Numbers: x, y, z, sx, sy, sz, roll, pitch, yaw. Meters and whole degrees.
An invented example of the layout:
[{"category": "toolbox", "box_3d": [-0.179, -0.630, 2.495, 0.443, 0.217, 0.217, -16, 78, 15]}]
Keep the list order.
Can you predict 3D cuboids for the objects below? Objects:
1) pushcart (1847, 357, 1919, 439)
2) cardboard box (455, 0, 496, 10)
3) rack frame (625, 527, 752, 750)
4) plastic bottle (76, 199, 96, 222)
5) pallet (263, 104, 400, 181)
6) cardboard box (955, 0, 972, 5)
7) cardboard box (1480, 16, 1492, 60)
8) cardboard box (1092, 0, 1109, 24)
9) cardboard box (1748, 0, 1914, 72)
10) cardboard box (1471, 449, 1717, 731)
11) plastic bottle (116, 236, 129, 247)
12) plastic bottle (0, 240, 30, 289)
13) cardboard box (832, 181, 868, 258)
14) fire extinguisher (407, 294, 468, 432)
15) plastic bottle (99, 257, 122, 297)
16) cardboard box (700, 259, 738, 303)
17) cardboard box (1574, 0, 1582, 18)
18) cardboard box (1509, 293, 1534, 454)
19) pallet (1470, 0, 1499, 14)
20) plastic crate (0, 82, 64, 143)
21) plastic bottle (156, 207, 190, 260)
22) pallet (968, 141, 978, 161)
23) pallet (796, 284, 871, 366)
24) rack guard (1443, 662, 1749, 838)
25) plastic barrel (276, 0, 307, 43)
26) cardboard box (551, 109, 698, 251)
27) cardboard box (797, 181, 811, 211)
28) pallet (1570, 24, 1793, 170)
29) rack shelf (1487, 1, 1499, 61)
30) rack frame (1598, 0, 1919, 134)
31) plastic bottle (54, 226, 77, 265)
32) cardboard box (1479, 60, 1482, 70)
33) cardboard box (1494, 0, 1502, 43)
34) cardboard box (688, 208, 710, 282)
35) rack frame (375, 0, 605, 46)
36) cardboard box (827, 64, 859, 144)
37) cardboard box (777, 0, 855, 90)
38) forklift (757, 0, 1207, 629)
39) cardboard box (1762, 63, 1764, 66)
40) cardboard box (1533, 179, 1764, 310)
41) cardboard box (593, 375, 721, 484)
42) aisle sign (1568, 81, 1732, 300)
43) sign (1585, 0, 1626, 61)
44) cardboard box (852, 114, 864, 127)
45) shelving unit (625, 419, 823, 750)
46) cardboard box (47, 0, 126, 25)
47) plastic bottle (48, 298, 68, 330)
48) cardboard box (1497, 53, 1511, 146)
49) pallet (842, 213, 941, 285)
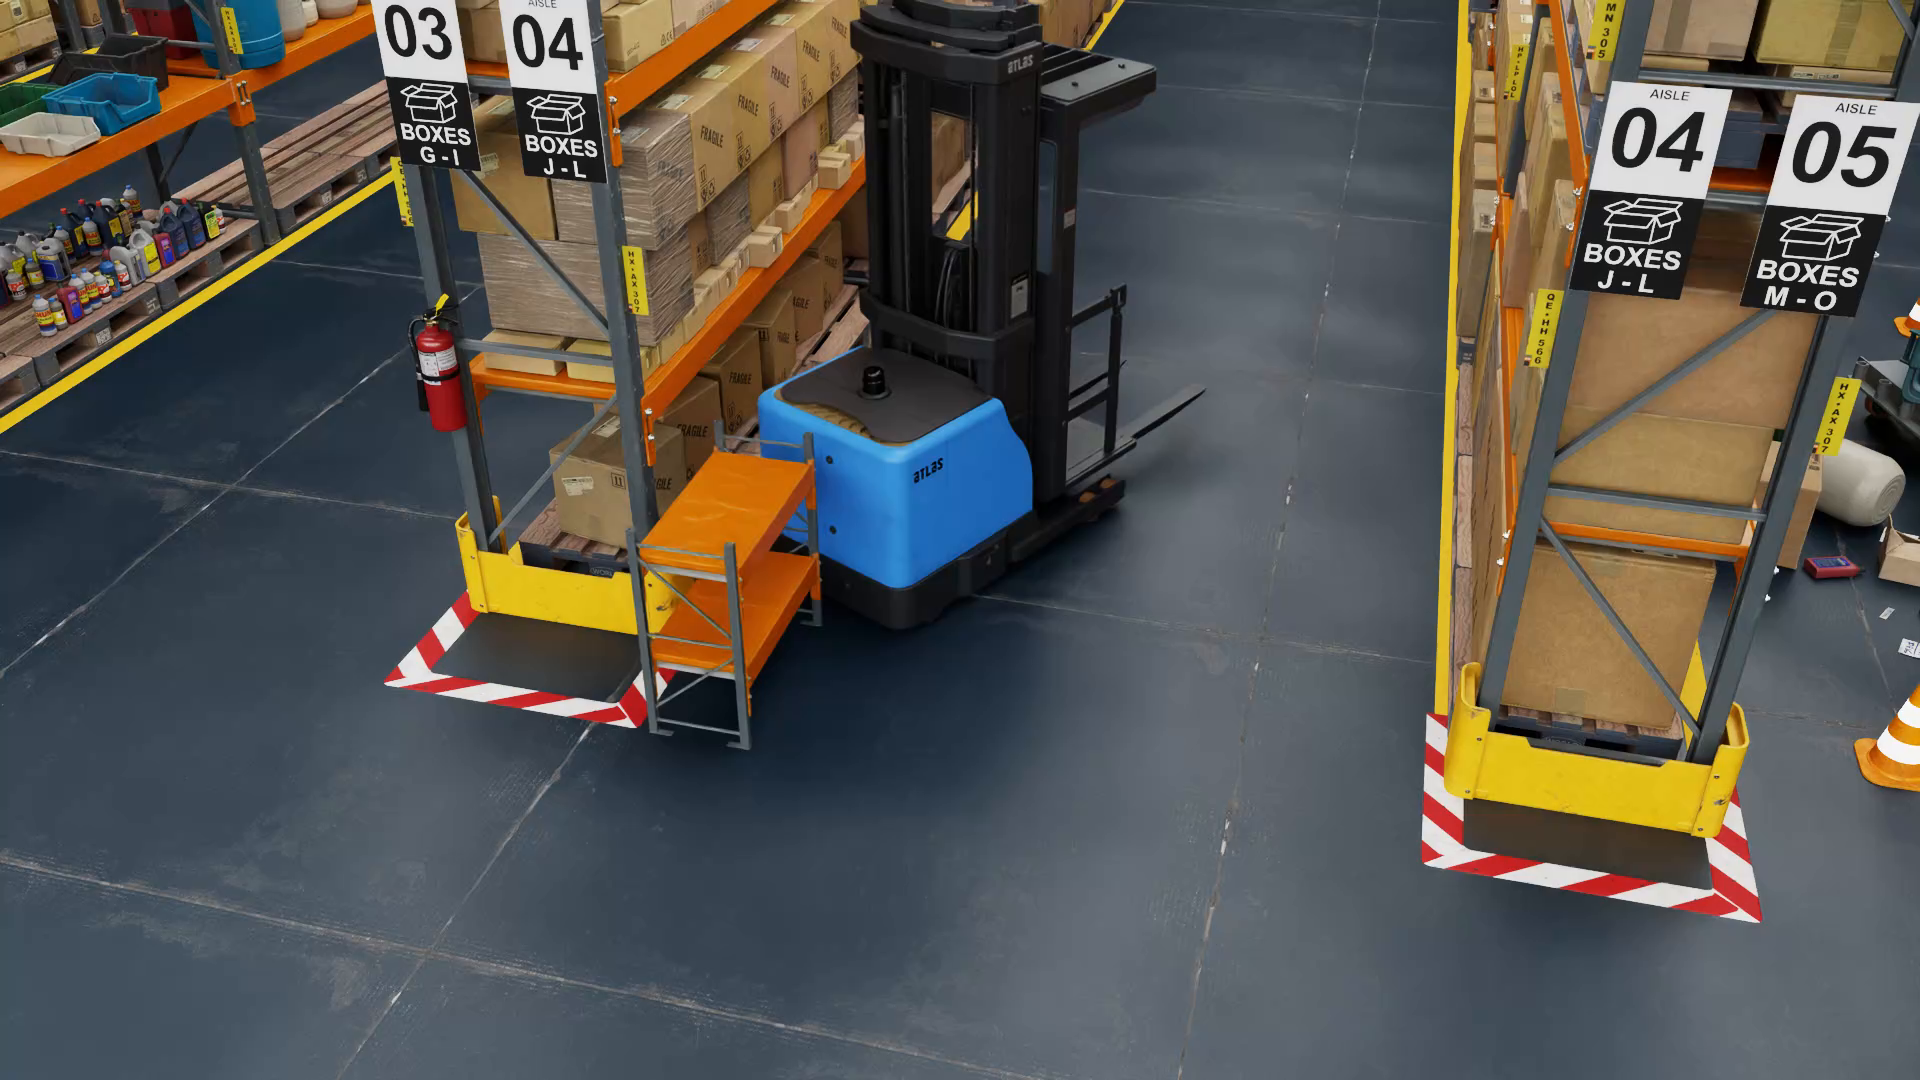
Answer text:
[{"category": "pushcart", "box_3d": [6.395, -0.779, 10.123, 1.648, 0.377, 0.936, -3, 33, -4]}, {"category": "cardboard box", "box_3d": [-2.219, -2.432, 7.252, 0.380, 0.149, 0.250, 8, 33, 12]}, {"category": "rack frame", "box_3d": [-1.212, 0.458, 7.479, 0.500, 1.125, 0.032, 8, 33, 12]}, {"category": "plastic bottle", "box_3d": [-6.370, -2.330, 12.178, 0.144, 0.351, 0.185, 9, 34, 14]}, {"category": "pallet", "box_3d": [-5.294, -3.496, 14.552, 1.003, 0.211, 1.213, 8, 33, 12]}, {"category": "cardboard box", "box_3d": [-0.120, -4.244, 12.864, 0.396, 0.266, 0.258, 7, 33, 11]}, {"category": "cardboard box", "box_3d": [4.852, -4.391, 14.601, 0.500, 0.250, 0.500, 8, 33, 13]}, {"category": "cardboard box", "box_3d": [0.914, -6.047, 17.556, 1.225, 0.875, 0.875, 8, 33, 13]}, {"category": "cardboard box", "box_3d": [3.155, -1.910, 6.040, 0.500, 0.250, 0.500, 8, 33, 12]}, {"category": "cardboard box", "box_3d": [2.892, 0.212, 7.710, 0.875, 0.875, 0.875, 8, 33, 13]}, {"category": "plastic bottle", "box_3d": [-5.885, -2.024, 11.759, 0.061, 0.283, 0.133, 8, 33, 12]}, {"category": "plastic bottle", "box_3d": [-6.573, -1.915, 11.525, 0.144, 0.351, 0.185, 9, 34, 14]}, {"category": "cardboard box", "box_3d": [-0.796, -2.397, 12.144, 0.700, 0.500, 0.500, 6, 33, 9]}, {"category": "fire extinguisher", "box_3d": [-2.463, -0.845, 7.856, 0.296, 0.674, 0.183, 8, 33, 12]}, {"category": "plastic bottle", "box_3d": [-5.853, -1.816, 11.444, 0.097, 0.271, 0.097, 0, 32, 0]}, {"category": "cardboard box", "box_3d": [-1.411, -1.400, 8.890, 0.380, 0.149, 0.250, 8, 33, 12]}, {"category": "cardboard box", "box_3d": [2.799, -2.273, 6.983, 0.380, 0.149, 0.250, 8, 33, 12]}, {"category": "cardboard box", "box_3d": [2.953, -0.697, 7.411, 0.875, 0.550, 0.550, 8, 33, 12]}, {"category": "pallet", "box_3d": [4.892, -4.601, 13.871, 1.213, 0.211, 1.003, 8, 33, 12]}, {"category": "plastic crate", "box_3d": [-6.381, -2.869, 11.165, 0.450, 0.188, 0.662, 8, 33, 12]}, {"category": "plastic bottle", "box_3d": [-5.697, -2.219, 12.004, 0.144, 0.351, 0.185, 6, 33, 10]}, {"category": "pallet", "box_3d": [-0.157, -3.444, 14.470, 1.003, 0.211, 1.213, 8, 33, 12]}, {"category": "pallet", "box_3d": [-1.109, -1.420, 11.287, 1.003, 0.211, 1.213, 8, 33, 12]}, {"category": "rack guard", "box_3d": [2.778, 0.921, 7.336, 1.175, 0.500, 0.348, 8, 33, 12]}, {"category": "plastic barrel", "box_3d": [-5.309, -4.148, 12.853, 0.433, 0.535, 0.433, 0, 32, 0]}, {"category": "cardboard box", "box_3d": [-1.585, -1.712, 7.845, 0.500, 0.500, 0.500, 8, 33, 12]}, {"category": "cardboard box", "box_3d": [-1.108, -2.051, 9.914, 0.380, 0.149, 0.250, 8, 33, 12]}, {"category": "pallet", "box_3d": [2.962, -1.762, 6.512, 1.003, 0.211, 1.213, 8, 33, 12]}, {"category": "rack shelf", "box_3d": [5.322, -5.032, 15.041, 1.077, 0.370, 4.000, 8, 33, 12]}, {"category": "rack frame", "box_3d": [2.784, -2.678, 5.075, 1.000, 3.000, 0.127, 8, 33, 12]}, {"category": "plastic bottle", "box_3d": [-6.419, -2.117, 11.917, 0.097, 0.271, 0.097, 0, 32, 0]}, {"category": "cardboard box", "box_3d": [4.864, -4.066, 14.789, 0.500, 0.500, 0.500, 9, 34, 14]}, {"category": "cardboard box", "box_3d": [4.439, -4.144, 12.880, 0.500, 0.500, 0.500, 8, 33, 13]}, {"category": "cardboard box", "box_3d": [-1.811, -1.600, 8.600, 0.875, 0.500, 0.500, 8, 33, 12]}, {"category": "rack frame", "box_3d": [-1.988, -3.406, 6.220, 1.000, 3.000, 0.127, 8, 33, 12]}, {"category": "cardboard box", "box_3d": [-1.147, -2.893, 10.634, 0.875, 0.500, 0.500, 8, 33, 12]}, {"category": "cardboard box", "box_3d": [-0.946, -3.009, 9.885, 0.500, 0.500, 0.500, 8, 33, 12]}, {"category": "forklift", "box_3d": [0.295, -1.501, 8.878, 1.130, 2.935, 3.031, 25, 40, 33]}, {"category": "cardboard box", "box_3d": [3.309, -1.922, 6.432, 0.380, 0.149, 0.250, 8, 33, 13]}, {"category": "cardboard box", "box_3d": [2.966, -1.151, 7.118, 0.875, 0.550, 0.550, 8, 33, 12]}, {"category": "cardboard box", "box_3d": [-1.695, -0.633, 9.389, 0.500, 0.500, 0.500, 17, 36, 25]}, {"category": "aisle sign", "box_3d": [2.476, -1.248, 5.994, 0.394, 0.787, 0.004, 8, 33, 12]}, {"category": "sign", "box_3d": [2.263, -1.834, 5.791, 0.100, 0.325, 0.005, 8, 33, 12]}, {"category": "cardboard box", "box_3d": [-0.743, -2.693, 10.924, 0.380, 0.149, 0.250, 8, 33, 12]}, {"category": "shelving unit", "box_3d": [-1.081, 0.195, 7.893, 0.538, 1.125, 1.048, 8, 33, 12]}, {"category": "cardboard box", "box_3d": [-9.147, -5.705, 17.347, 0.500, 0.500, 0.500, 9, 34, 14]}, {"category": "plastic bottle", "box_3d": [-5.991, -1.506, 11.021, 0.097, 0.201, 0.097, 0, 32, 0]}, {"category": "cardboard box", "box_3d": [3.801, -2.834, 10.819, 0.500, 0.500, 0.500, 8, 33, 12]}, {"category": "pallet", "box_3d": [-0.777, -2.178, 12.479, 1.003, 0.211, 1.213, 8, 33, 12]}]
